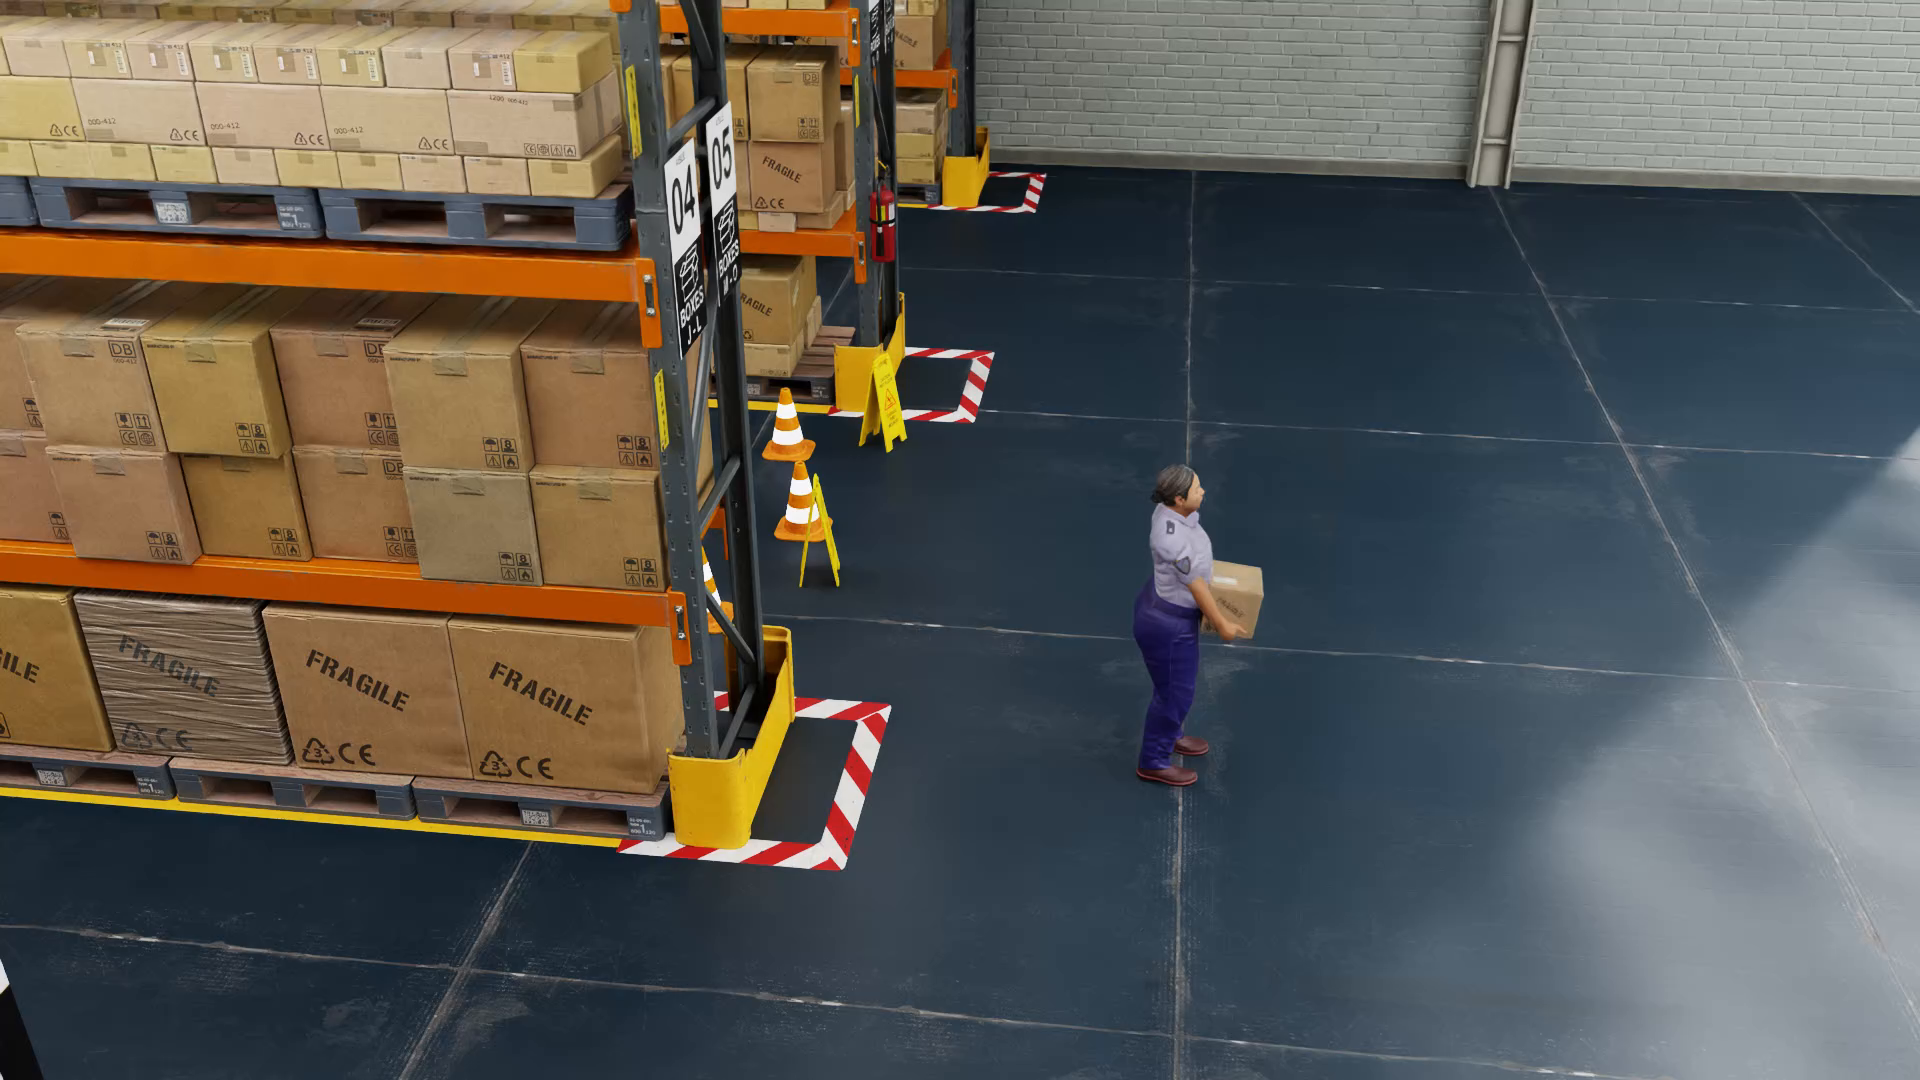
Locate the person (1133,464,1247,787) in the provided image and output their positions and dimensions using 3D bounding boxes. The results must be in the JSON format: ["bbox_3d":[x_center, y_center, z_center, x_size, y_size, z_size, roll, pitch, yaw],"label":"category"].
[{"bbox_3d":[1.092,0.390,7.932,0.528,1.647,0.435,3,29,6],"label":"person"}]
